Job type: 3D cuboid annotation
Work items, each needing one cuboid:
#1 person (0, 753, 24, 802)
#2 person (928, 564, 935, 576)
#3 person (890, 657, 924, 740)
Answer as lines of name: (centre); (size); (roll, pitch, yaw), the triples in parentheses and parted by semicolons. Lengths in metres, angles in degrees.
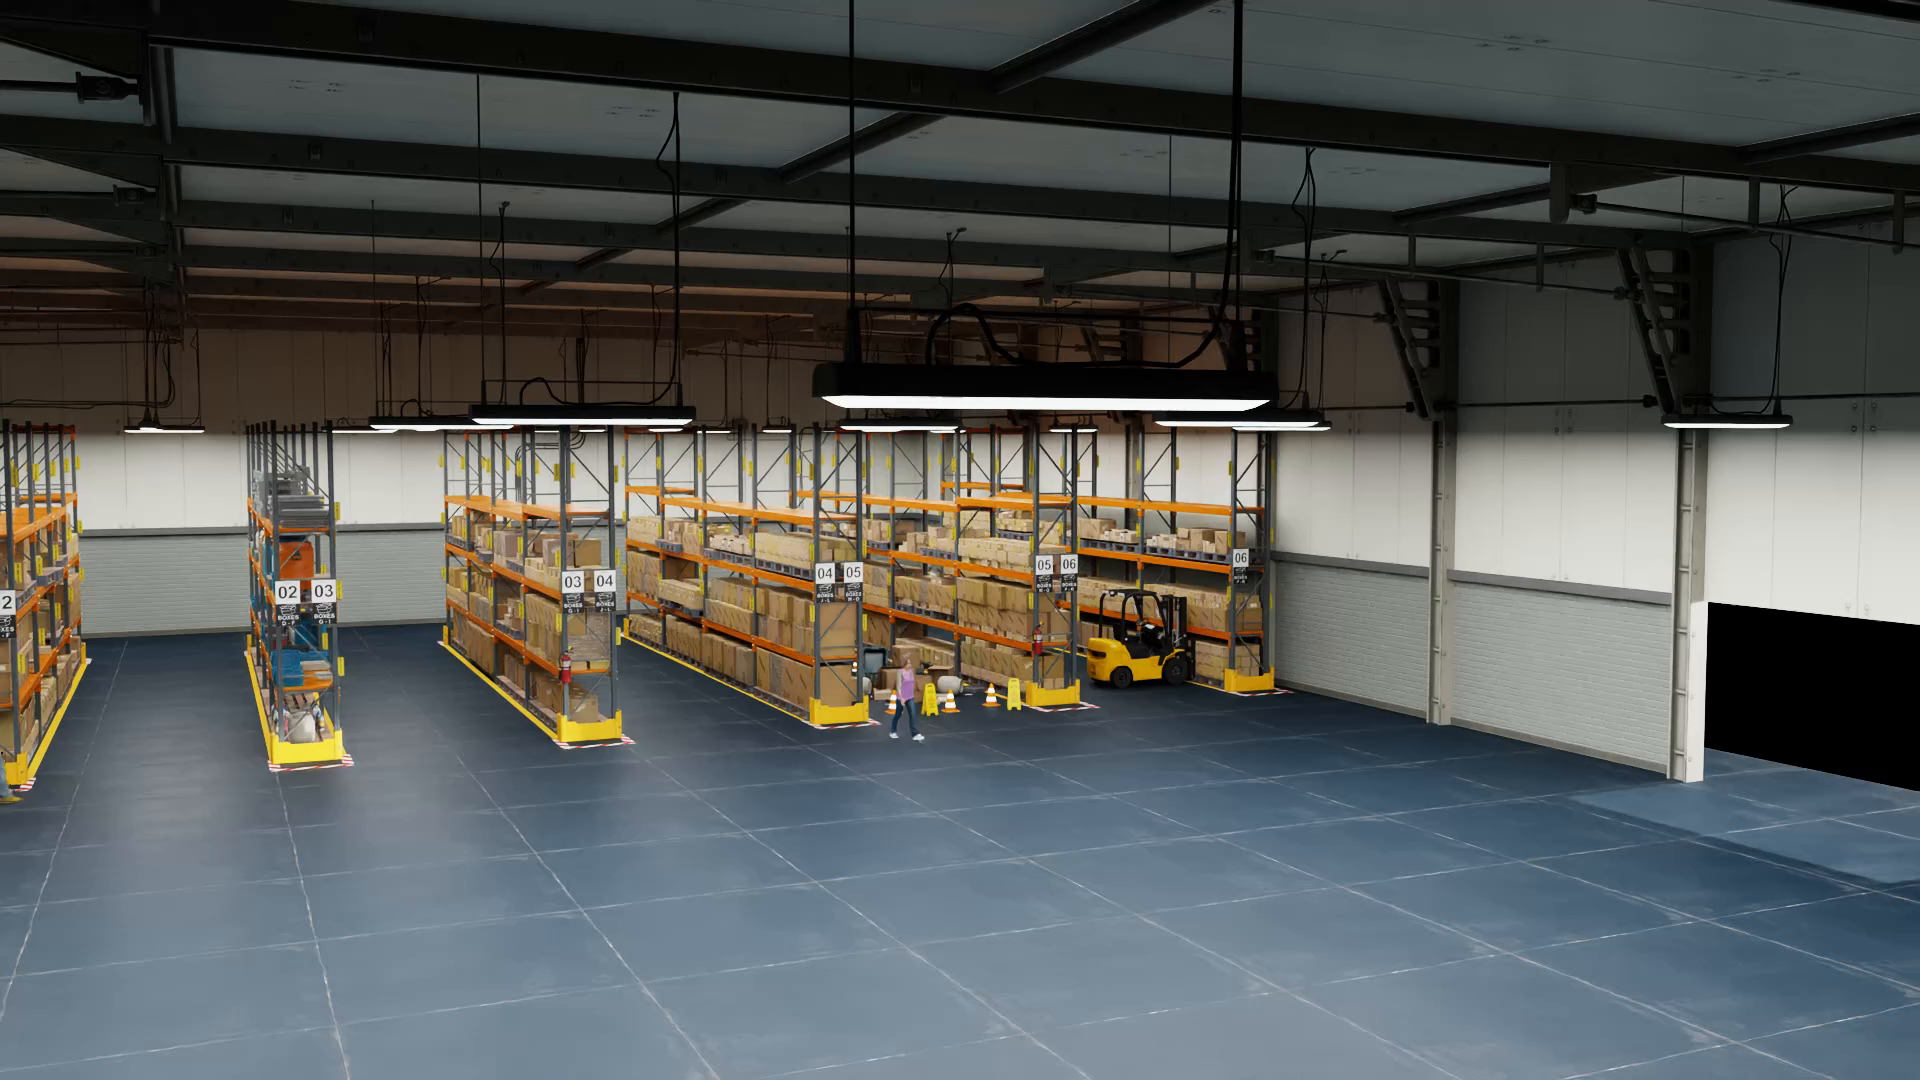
person: (-15.078, 3.236, 25.776); (0.586, 1.744, 0.858); (2, 4, 29)
person: (-0.944, 1.555, 53.277); (0.881, 1.652, 0.439); (-2, 4, -28)
person: (-0.999, 2.975, 31.188); (0.463, 1.566, 0.847); (-3, 5, -44)
